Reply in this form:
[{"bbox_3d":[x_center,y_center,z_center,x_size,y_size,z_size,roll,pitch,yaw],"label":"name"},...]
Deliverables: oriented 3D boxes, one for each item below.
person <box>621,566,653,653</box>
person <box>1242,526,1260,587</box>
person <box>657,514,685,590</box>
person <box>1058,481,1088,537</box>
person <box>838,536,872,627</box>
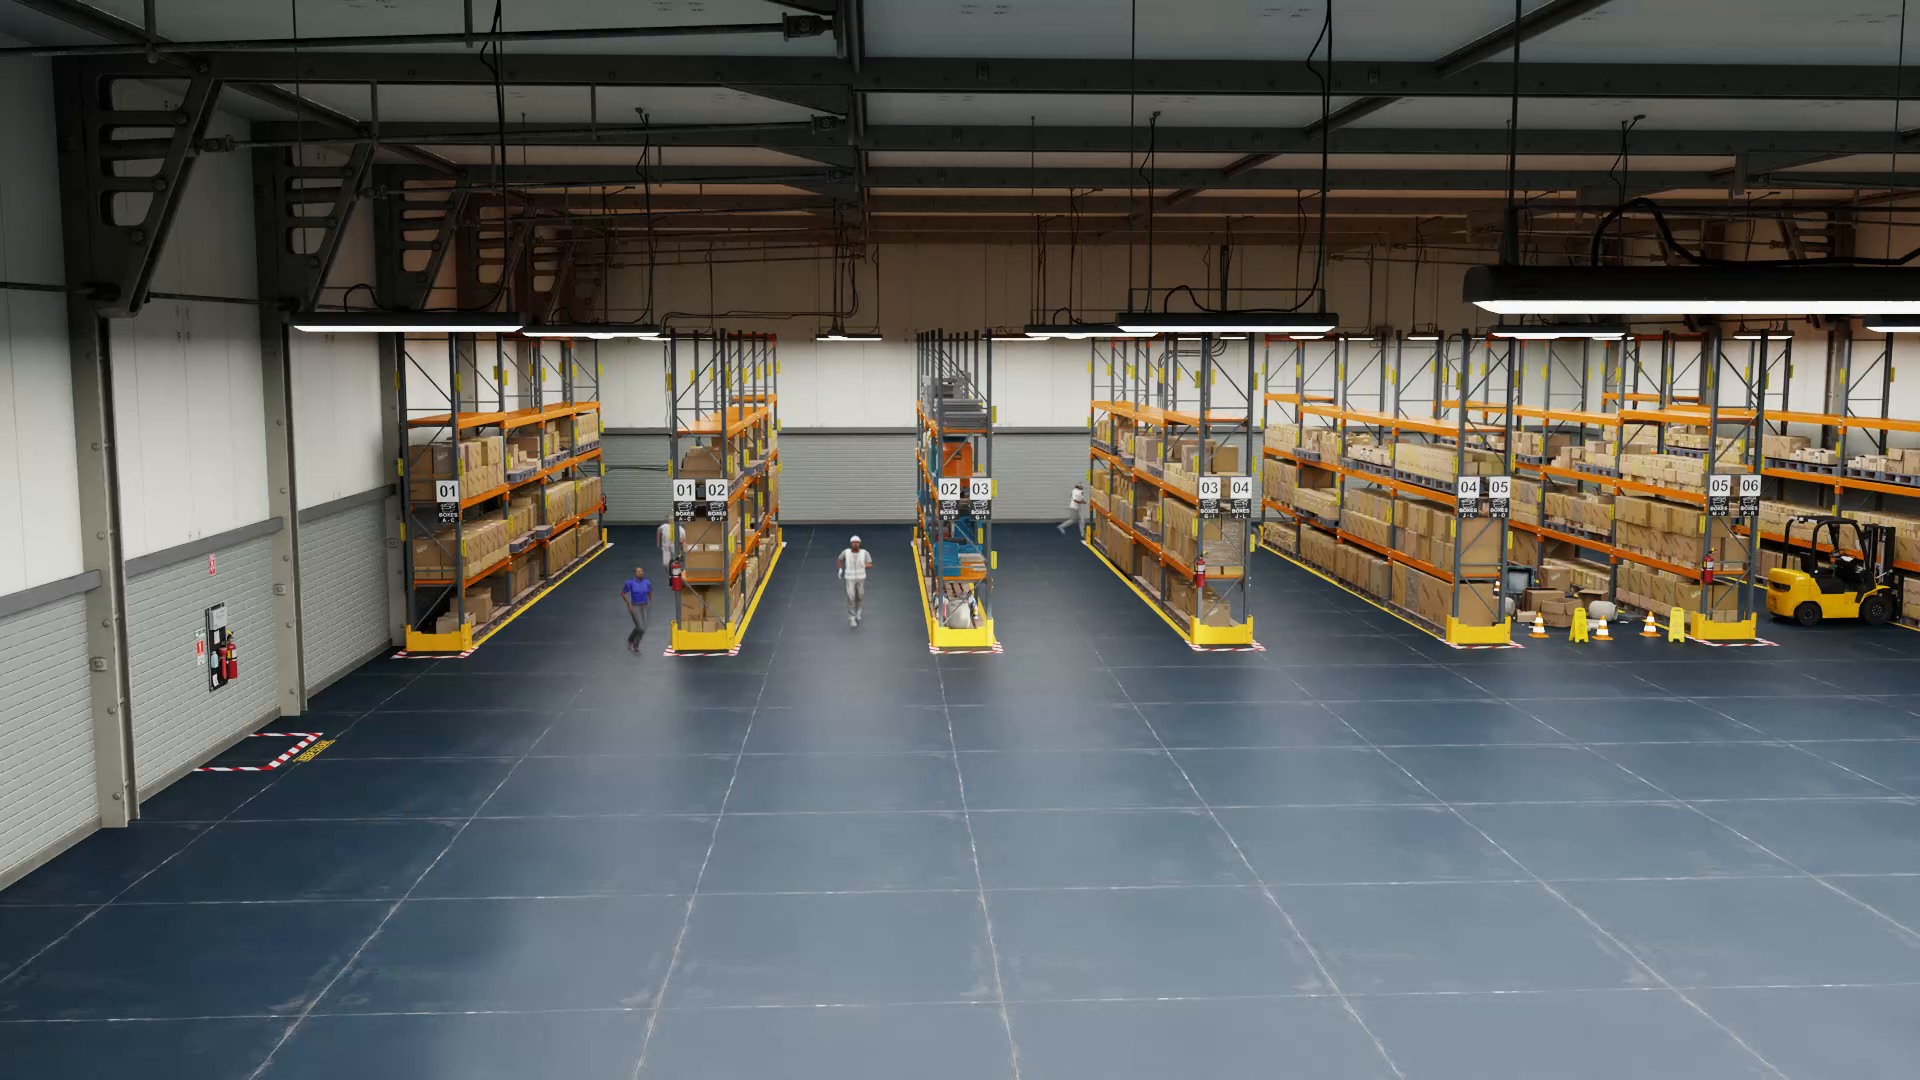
[{"bbox_3d":[-5.915,1.291,30.787,0.559,1.621,0.591,-5,8,-37],"label":"person"},{"bbox_3d":[6.667,0.291,38.764,0.654,1.728,0.863,0,7,-1],"label":"person"},{"bbox_3d":[-6.768,0.269,38.964,0.690,1.793,0.821,0,7,-2],"label":"person"},{"bbox_3d":[3.388,-0.910,49.440,0.948,1.702,0.610,2,7,15],"label":"person"},{"bbox_3d":[-2.132,0.809,33.909,0.680,1.795,0.932,-1,7,-10],"label":"person"}]
